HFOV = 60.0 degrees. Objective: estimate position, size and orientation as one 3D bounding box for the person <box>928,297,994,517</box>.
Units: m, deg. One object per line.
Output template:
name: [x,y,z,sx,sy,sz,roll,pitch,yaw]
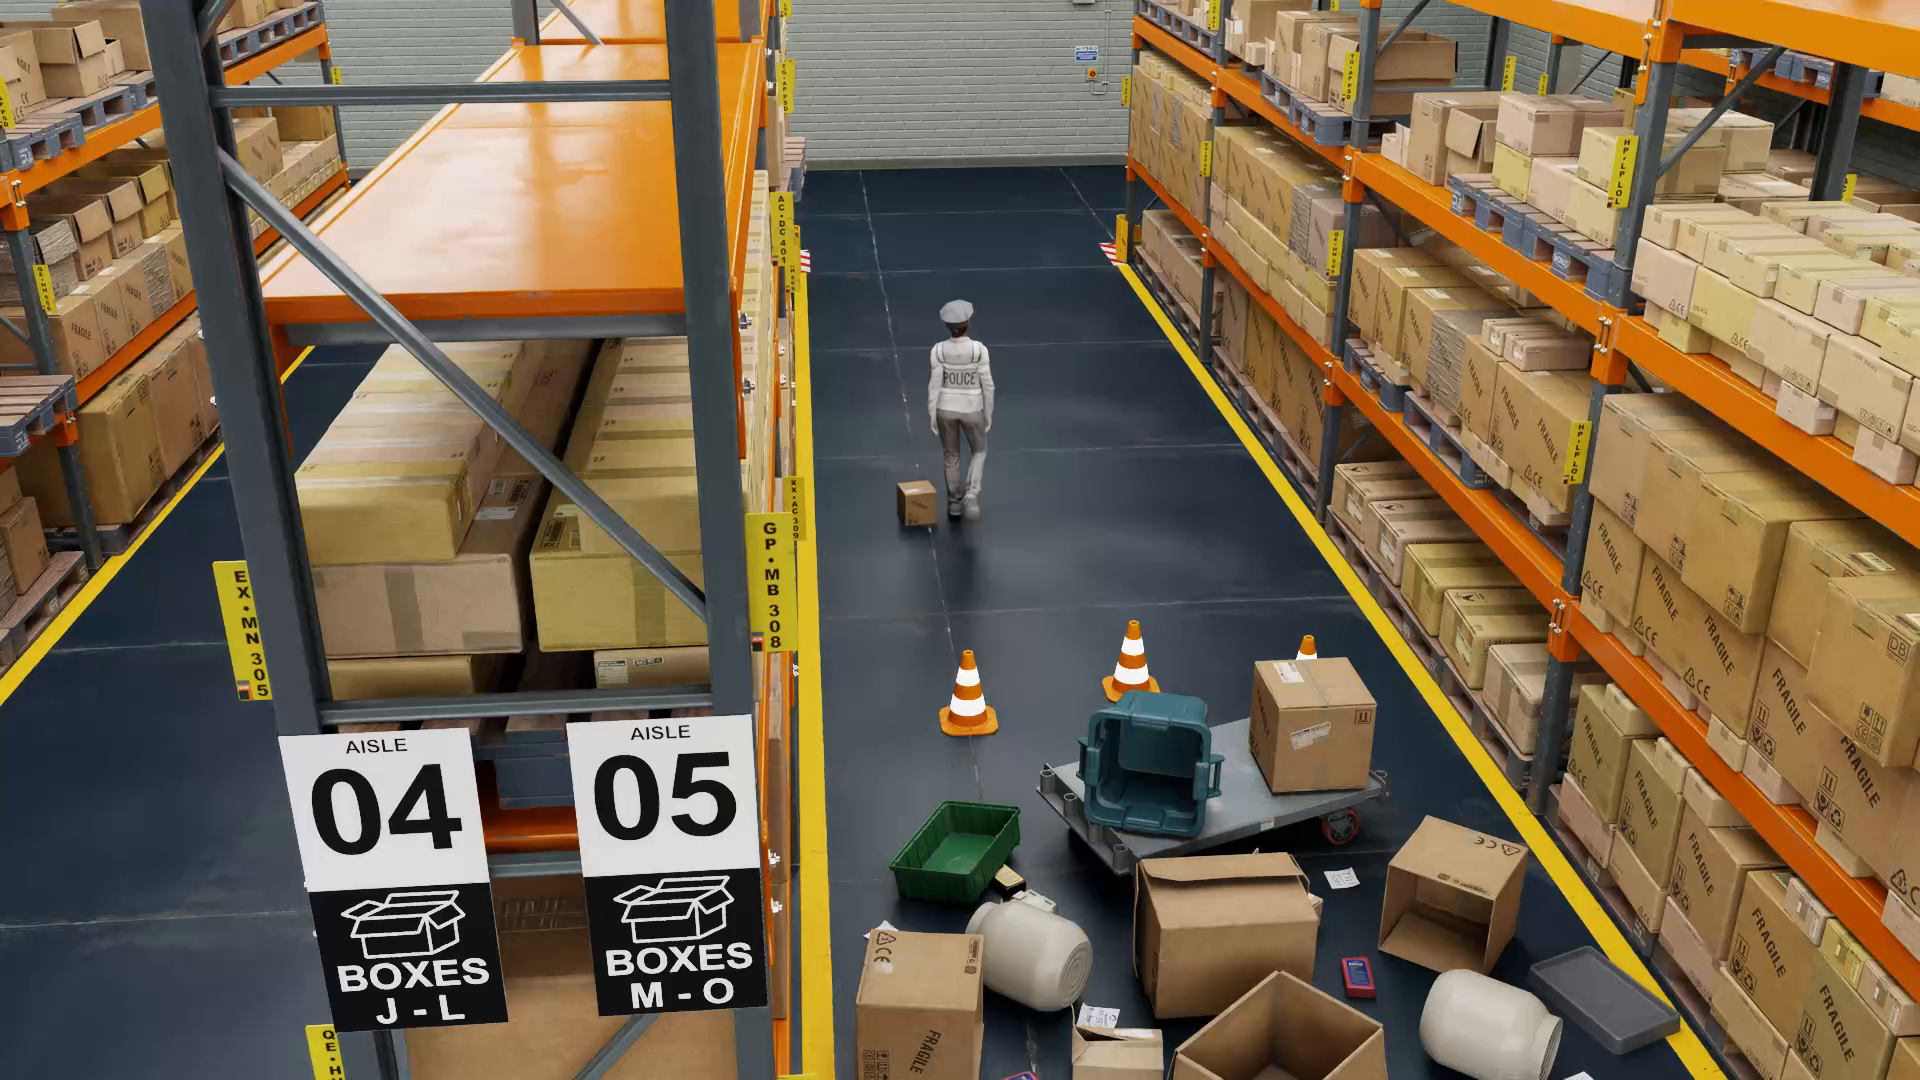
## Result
person: [0.006,-0.971,12.406,0.495,1.679,0.455,1,24,3]
